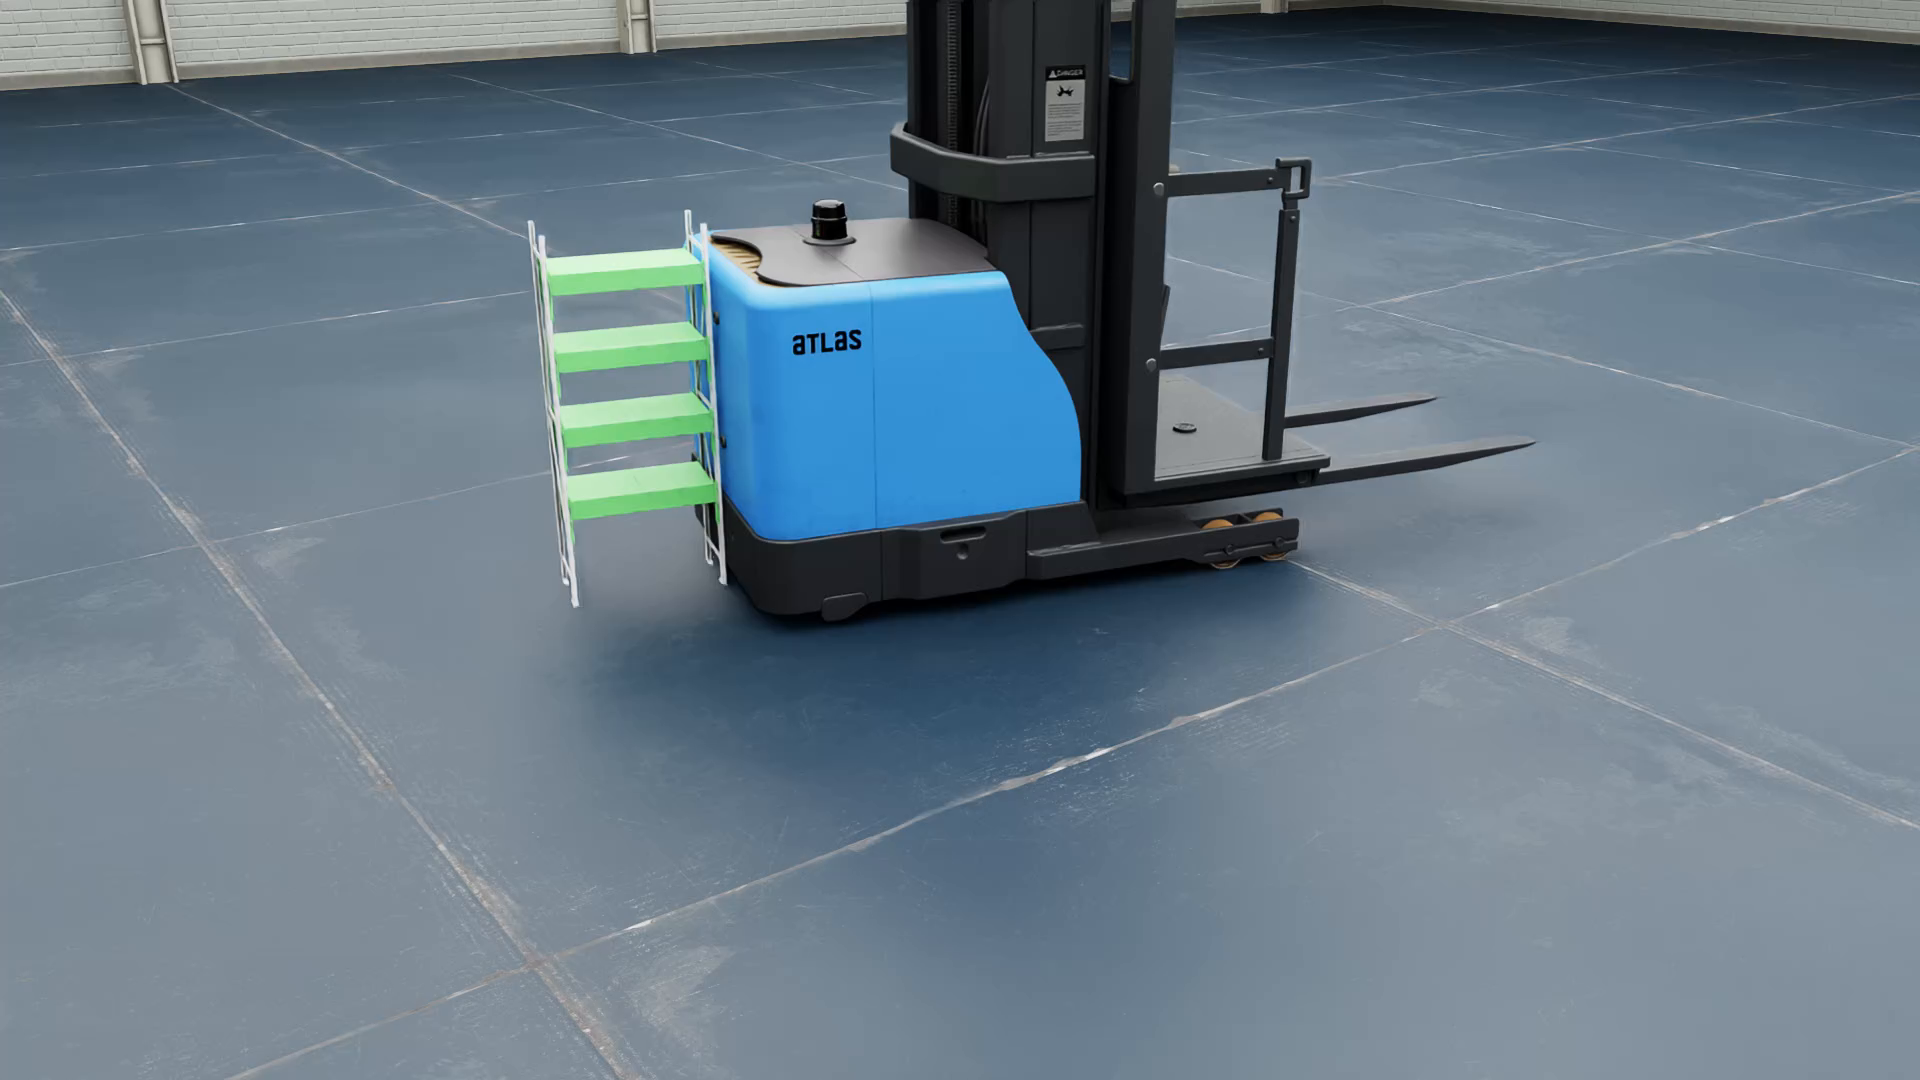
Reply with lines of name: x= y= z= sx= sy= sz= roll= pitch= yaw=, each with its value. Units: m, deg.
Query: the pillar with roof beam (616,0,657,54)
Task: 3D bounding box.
pillar with roof beam: x=-1.797 y=-9.424 z=17.372 sx=0.400 sy=9.000 sz=9.100 roll=-15 pitch=26 yaw=-33

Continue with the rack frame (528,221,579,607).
rack frame: x=-1.279 y=-0.383 z=5.238 sx=0.015 sy=1.200 sz=0.240 roll=-8 pitch=23 yaw=-20

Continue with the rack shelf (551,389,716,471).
rack shelf: x=-1.052 y=-0.357 z=5.343 sx=0.480 sy=0.148 sz=0.258 roll=-8 pitch=23 yaw=-20

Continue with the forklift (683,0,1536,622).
forklift: x=0.626 y=-1.435 z=5.538 sx=3.031 sy=2.935 sz=1.130 roll=-8 pitch=23 yaw=-20

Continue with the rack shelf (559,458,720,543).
rack shelf: x=-1.052 y=-0.134 z=5.432 sx=0.480 sy=0.148 sz=0.258 roll=-8 pitch=23 yaw=-20

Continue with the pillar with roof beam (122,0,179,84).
pillar with roof beam: x=-6.667 y=-8.126 z=14.117 sx=0.400 sy=9.000 sz=9.100 roll=-15 pitch=26 yaw=-33

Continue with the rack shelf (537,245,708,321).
rack shelf: x=-1.052 y=-0.802 z=5.166 sx=0.480 sy=0.148 sz=0.258 roll=-8 pitch=23 yaw=-20

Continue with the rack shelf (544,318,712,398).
rack shelf: x=-1.052 y=-0.579 z=5.254 sx=0.480 sy=0.148 sz=0.258 roll=-8 pitch=23 yaw=-20

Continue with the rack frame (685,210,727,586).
rack frame: x=-0.824 y=-0.449 z=5.402 sx=0.015 sy=1.200 sz=0.240 roll=-8 pitch=23 yaw=-20

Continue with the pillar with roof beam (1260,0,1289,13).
pillar with roof beam: x=7.944 y=-12.022 z=23.881 sx=0.400 sy=9.000 sz=9.100 roll=-15 pitch=26 yaw=-33

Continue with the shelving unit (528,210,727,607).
shelving unit: x=-1.052 y=-0.416 z=5.320 sx=0.503 sy=1.200 sz=0.258 roll=-8 pitch=23 yaw=-20
